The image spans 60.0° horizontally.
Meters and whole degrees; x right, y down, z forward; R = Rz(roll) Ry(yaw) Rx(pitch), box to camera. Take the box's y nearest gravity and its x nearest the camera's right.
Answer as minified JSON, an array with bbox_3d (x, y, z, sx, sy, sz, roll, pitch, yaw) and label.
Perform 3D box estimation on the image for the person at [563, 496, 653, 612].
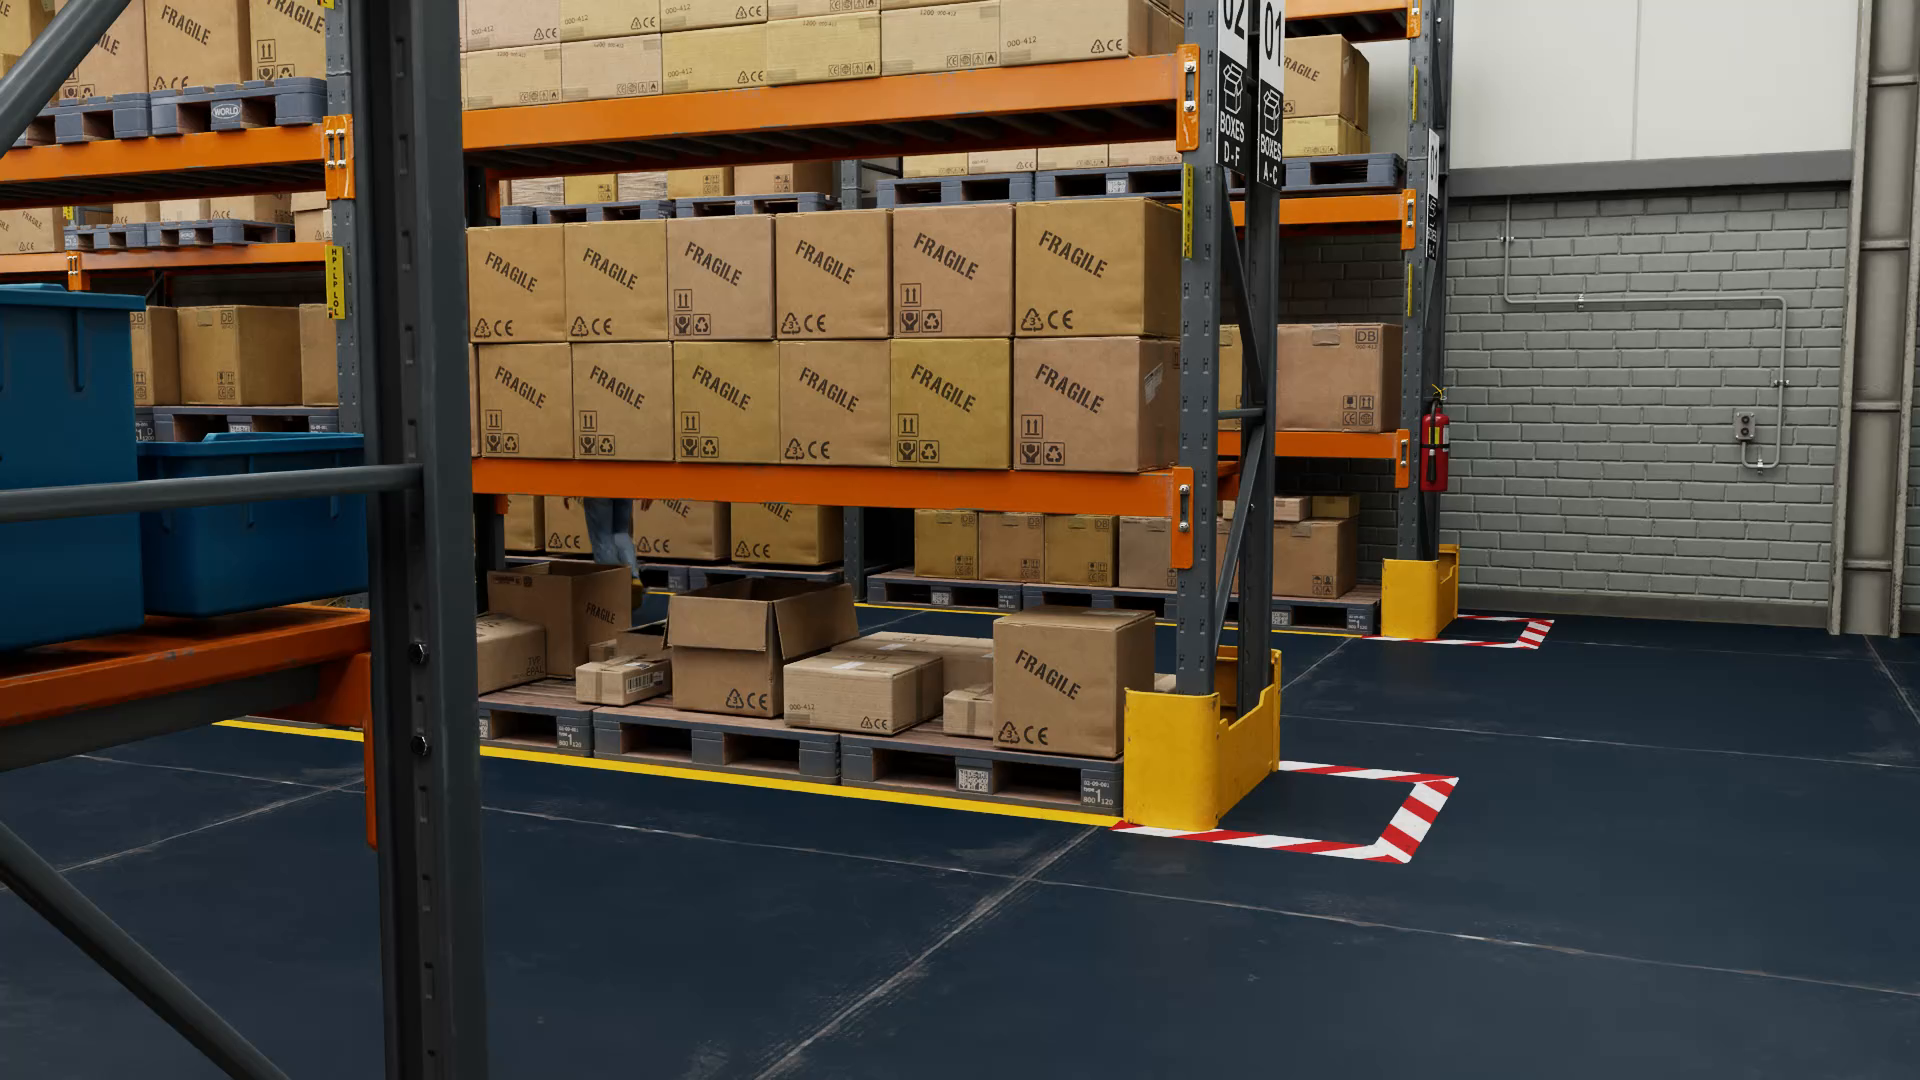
[{"bbox_3d":[-2.447,-0.371,11.549,0.585,1.783,0.461,-5,7,-40],"label":"person"}]
